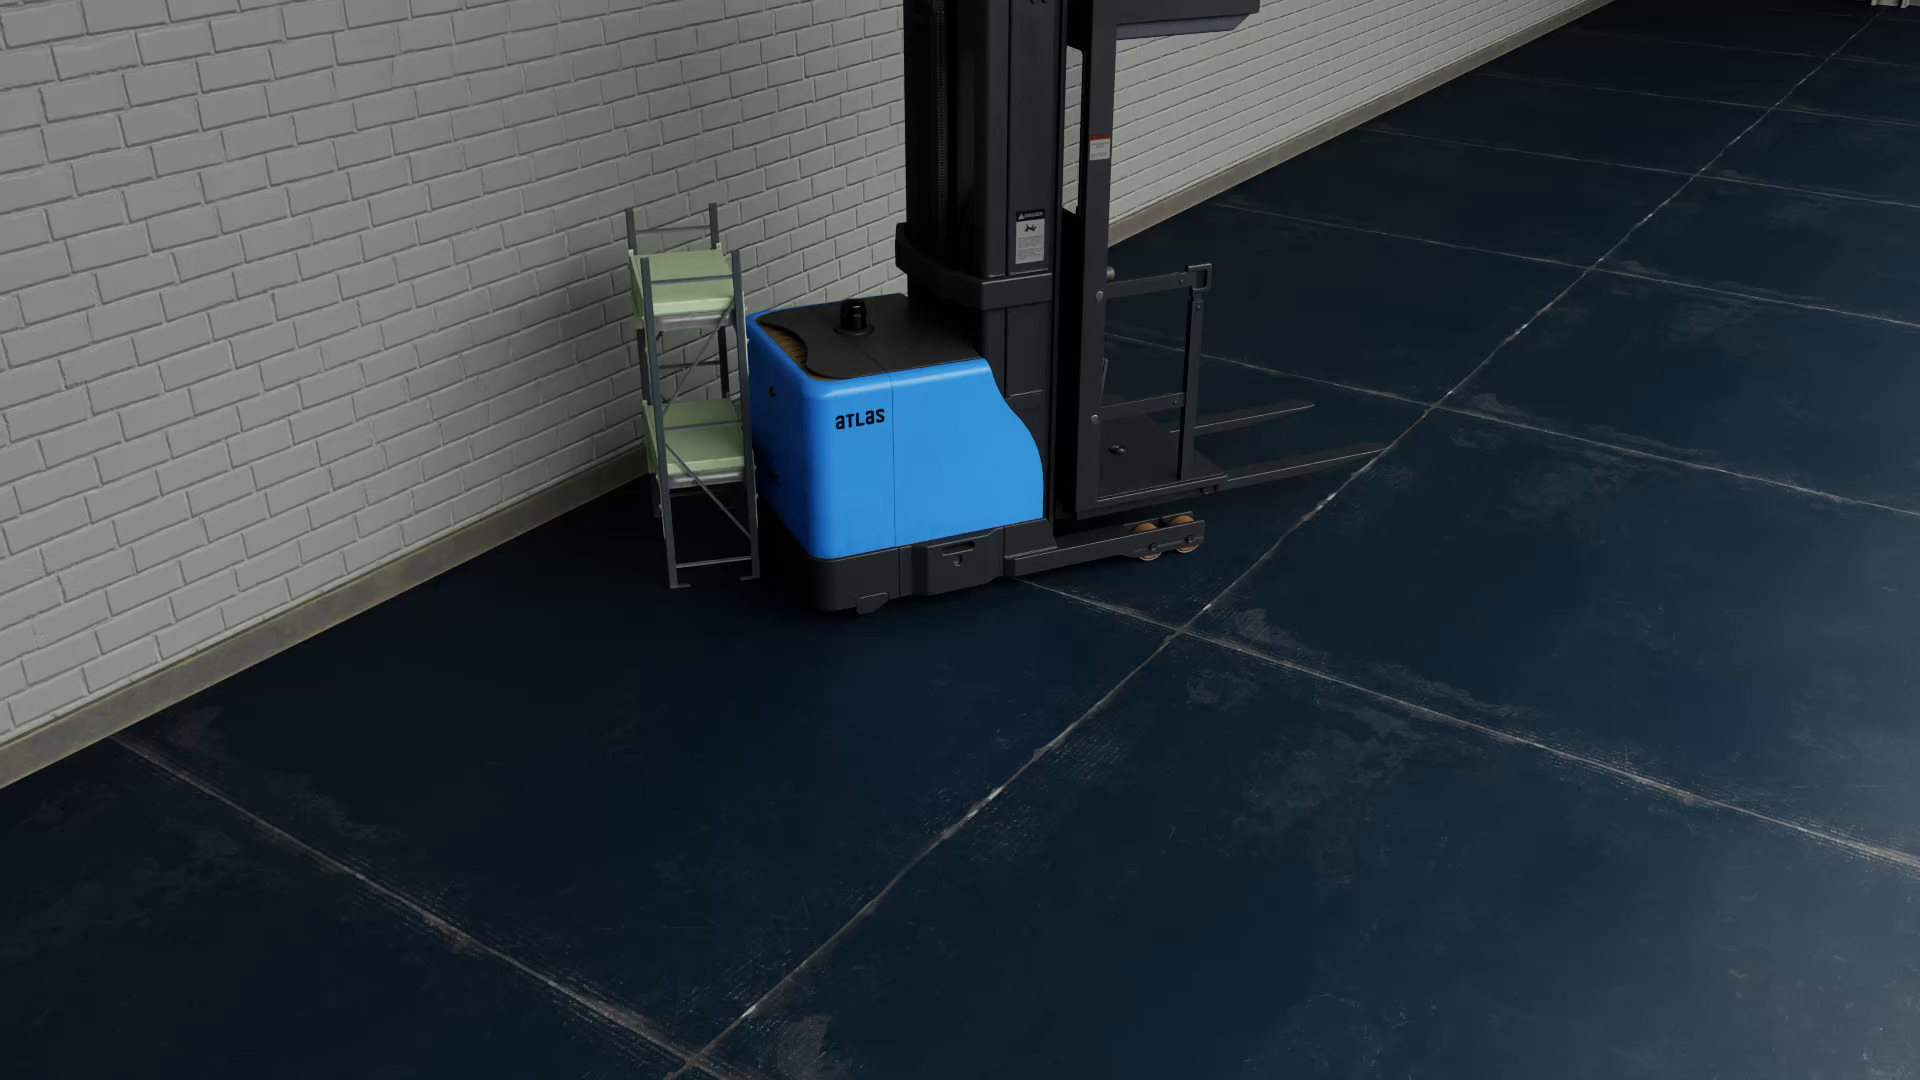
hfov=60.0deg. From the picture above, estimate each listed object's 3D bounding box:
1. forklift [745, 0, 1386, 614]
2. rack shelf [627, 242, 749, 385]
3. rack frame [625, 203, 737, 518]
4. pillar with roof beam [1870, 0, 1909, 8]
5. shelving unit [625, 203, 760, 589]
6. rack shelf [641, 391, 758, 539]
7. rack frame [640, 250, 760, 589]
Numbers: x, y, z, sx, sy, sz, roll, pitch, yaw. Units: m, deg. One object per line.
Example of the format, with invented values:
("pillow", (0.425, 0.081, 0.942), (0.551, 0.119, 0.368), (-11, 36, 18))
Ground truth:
("forklift", (0.570, -1.420, 7.308), (3.031, 2.935, 1.130), (-11, 29, -21))
("rack shelf", (-1.180, -0.989, 7.179), (0.431, 0.370, 0.720), (-7, 28, -13))
("rack frame", (-1.273, -0.801, 7.671), (0.400, 1.500, 0.023), (-7, 28, -13))
("pillar with roof beam", (9.351, -9.190, 15.888), (0.400, 9.000, 9.100), (17, 32, 30))
("shelving unit", (-1.180, -0.641, 7.356), (0.431, 1.500, 0.755), (-7, 28, -13))
("rack shelf", (-1.180, -0.350, 7.503), (0.431, 0.370, 0.720), (-7, 28, -13))
("rack frame", (-1.086, -0.480, 7.040), (0.400, 1.500, 0.023), (-7, 28, -13))
